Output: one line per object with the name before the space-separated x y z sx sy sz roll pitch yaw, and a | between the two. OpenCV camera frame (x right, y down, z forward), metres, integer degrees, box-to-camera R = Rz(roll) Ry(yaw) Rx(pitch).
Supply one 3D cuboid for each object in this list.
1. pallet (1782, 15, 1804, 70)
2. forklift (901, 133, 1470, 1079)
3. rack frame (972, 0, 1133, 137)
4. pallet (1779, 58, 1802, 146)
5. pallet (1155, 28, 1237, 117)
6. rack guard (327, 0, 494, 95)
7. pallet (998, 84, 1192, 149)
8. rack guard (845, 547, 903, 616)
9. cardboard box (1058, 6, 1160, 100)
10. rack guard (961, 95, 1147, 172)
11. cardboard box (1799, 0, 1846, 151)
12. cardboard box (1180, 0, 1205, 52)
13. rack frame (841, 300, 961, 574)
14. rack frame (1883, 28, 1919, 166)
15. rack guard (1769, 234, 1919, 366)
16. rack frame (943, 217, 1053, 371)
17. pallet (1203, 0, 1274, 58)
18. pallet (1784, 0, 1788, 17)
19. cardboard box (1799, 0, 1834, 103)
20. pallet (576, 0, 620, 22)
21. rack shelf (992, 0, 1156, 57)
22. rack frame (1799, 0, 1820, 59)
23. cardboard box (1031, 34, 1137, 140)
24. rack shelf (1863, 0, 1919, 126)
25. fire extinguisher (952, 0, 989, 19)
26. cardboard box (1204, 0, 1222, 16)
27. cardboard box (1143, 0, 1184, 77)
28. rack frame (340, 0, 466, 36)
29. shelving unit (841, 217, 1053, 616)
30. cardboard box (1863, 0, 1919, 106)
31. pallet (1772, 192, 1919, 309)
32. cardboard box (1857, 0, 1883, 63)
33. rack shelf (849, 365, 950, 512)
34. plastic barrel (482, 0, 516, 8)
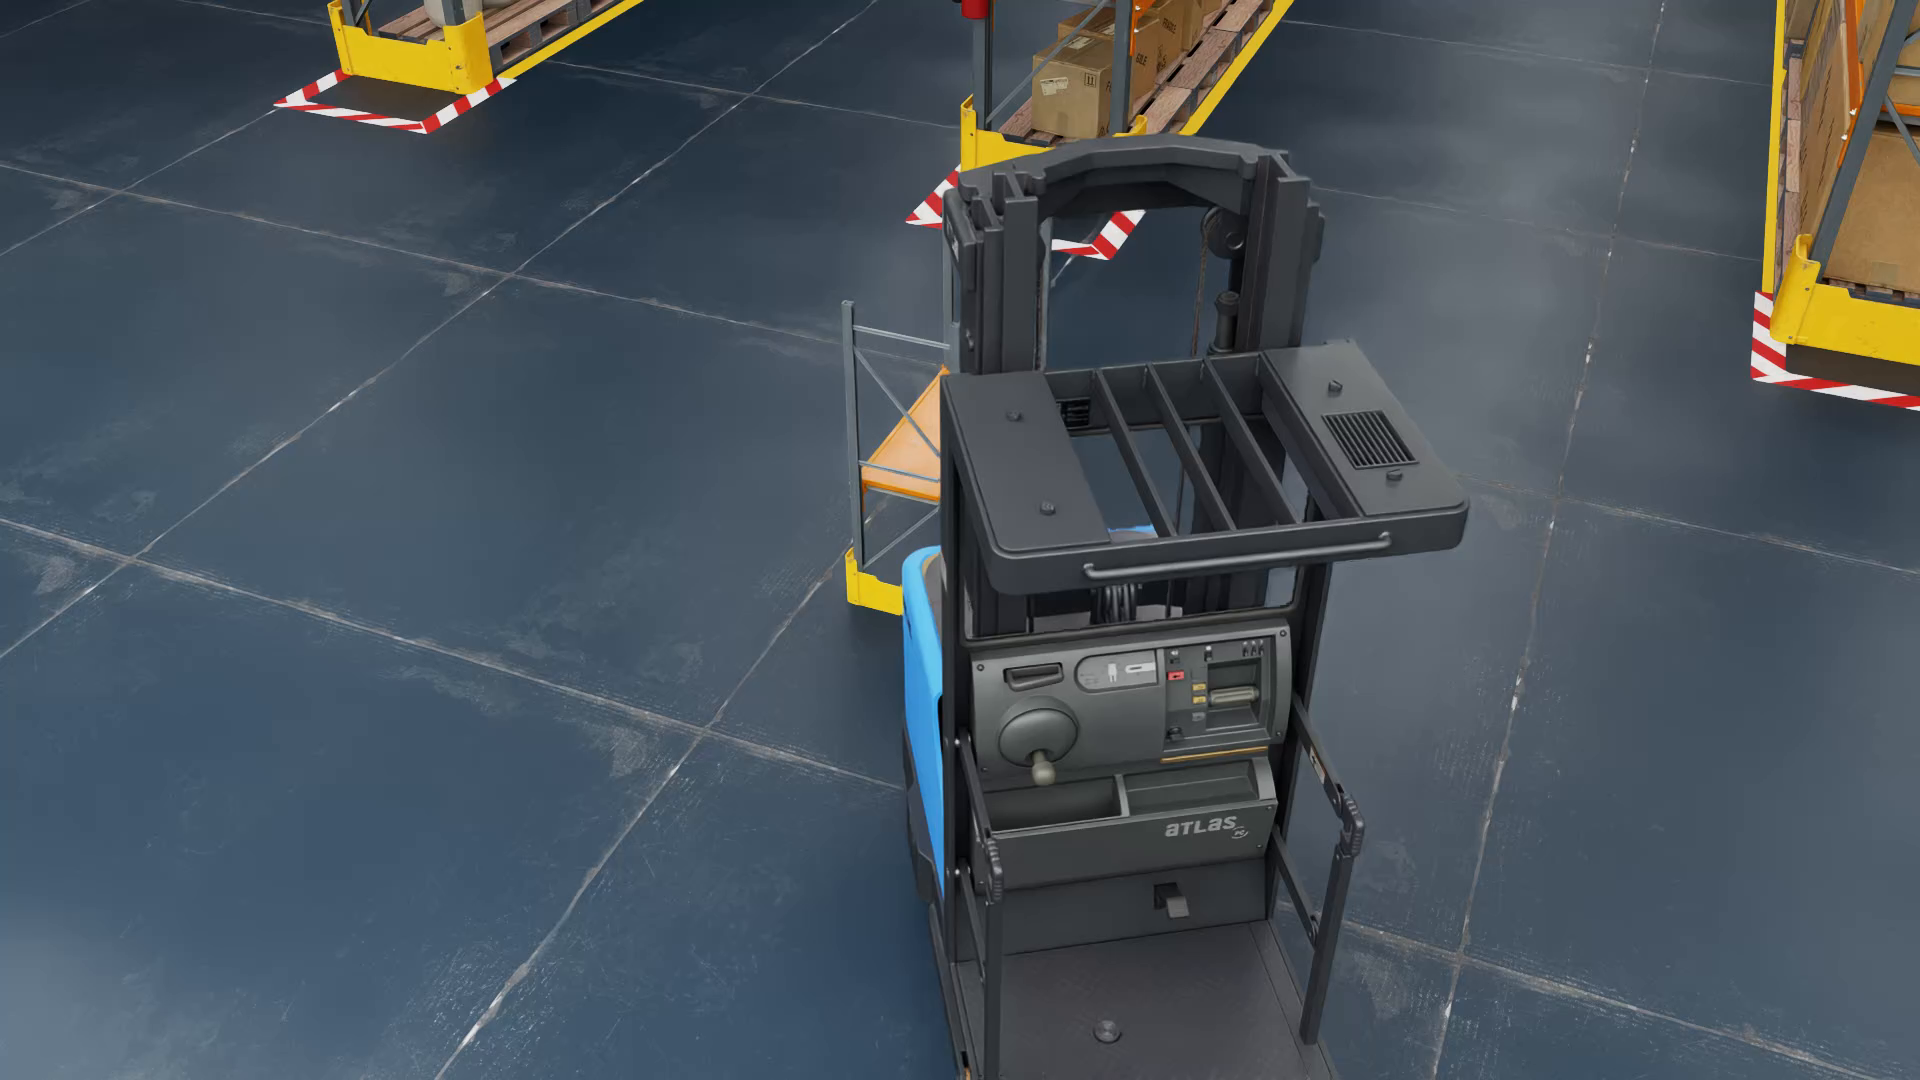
pallet | 6.857 -3.828 12.696 1.003 0.211 1.213 14 39 18
forklift | 0.534 0.536 4.585 1.130 2.935 3.031 -6 37 -8
rack frame | 0.562 -3.472 9.890 1.000 3.000 0.127 14 39 18
pallet | 6.271 -2.981 11.562 1.003 0.211 1.213 14 39 18
pallet | 1.399 -3.512 12.272 1.003 0.211 1.213 14 39 18
rack guard | -4.033 -3.652 12.218 1.175 0.500 0.348 14 39 18
pallet | 0.933 -2.839 11.372 1.003 0.211 1.213 14 39 18
rack guard | -0.218 0.218 7.250 0.587 0.250 0.087 14 39 18
cardboard box | 1.011 -3.320 11.423 0.500 0.500 0.500 25 43 29
rack guard | 0.591 -2.513 10.694 1.175 0.500 0.348 14 39 18
cardboard box | 5.989 -2.986 10.663 0.875 0.875 0.875 14 39 18
cardboard box | 1.521 -3.961 12.281 0.500 0.500 0.500 11 38 14
rack frame | -0.226 -0.272 6.861 0.500 1.500 0.032 14 39 18
rack frame | 5.108 -2.287 8.304 0.949 2.616 0.053 14 39 18
rack guard | 5.102 -1.272 9.034 1.175 0.500 0.348 14 39 18
rack frame | 0.161 -0.835 7.614 0.500 1.500 0.032 14 39 18
pallet | 1.862 -4.190 13.179 1.003 0.211 1.213 14 39 18
pallet | 7.319 -4.506 13.602 1.003 0.211 1.213 14 39 18
cardboard box | 6.329 -3.486 11.332 0.875 0.875 0.875 14 39 18
pallet | -3.253 -4.658 13.805 1.003 0.211 1.213 14 39 18
rack shelf | 1.323 -4.291 11.587 1.077 0.370 4.000 14 39 18
rack frame | 6.633 -4.501 11.266 1.000 3.000 0.127 14 39 18
cardboard box | 0.816 -2.981 10.970 0.500 0.500 0.500 21 42 26
rack shelf | 5.872 -3.184 9.942 0.919 0.124 3.809 14 39 18
fire extinguisher | 0.093 -3.483 9.969 0.296 0.674 0.183 14 39 18
cardboard box | 1.684 -4.323 12.765 0.500 0.500 0.500 27 45 32
cardboard box | 1.267 -3.662 11.881 0.500 0.500 0.500 18 40 22
rack frame | -4.018 -4.600 11.399 1.000 3.000 0.127 14 39 18
shelving unit | -0.029 -0.559 7.245 0.587 1.500 1.083 14 39 18
cardboard box | 5.210 -2.562 8.547 0.875 0.550 0.550 14 39 18
pallet | 5.343 -1.630 9.754 1.003 0.211 1.213 14 39 18
cardboard box | 5.399 -2.872 8.961 0.875 0.550 0.550 14 39 18
rack shelf | -0.032 -0.409 7.345 0.538 0.185 1.000 14 39 18
plastic barrel | -3.647 -4.431 12.900 0.421 0.512 0.421 0 37 0
